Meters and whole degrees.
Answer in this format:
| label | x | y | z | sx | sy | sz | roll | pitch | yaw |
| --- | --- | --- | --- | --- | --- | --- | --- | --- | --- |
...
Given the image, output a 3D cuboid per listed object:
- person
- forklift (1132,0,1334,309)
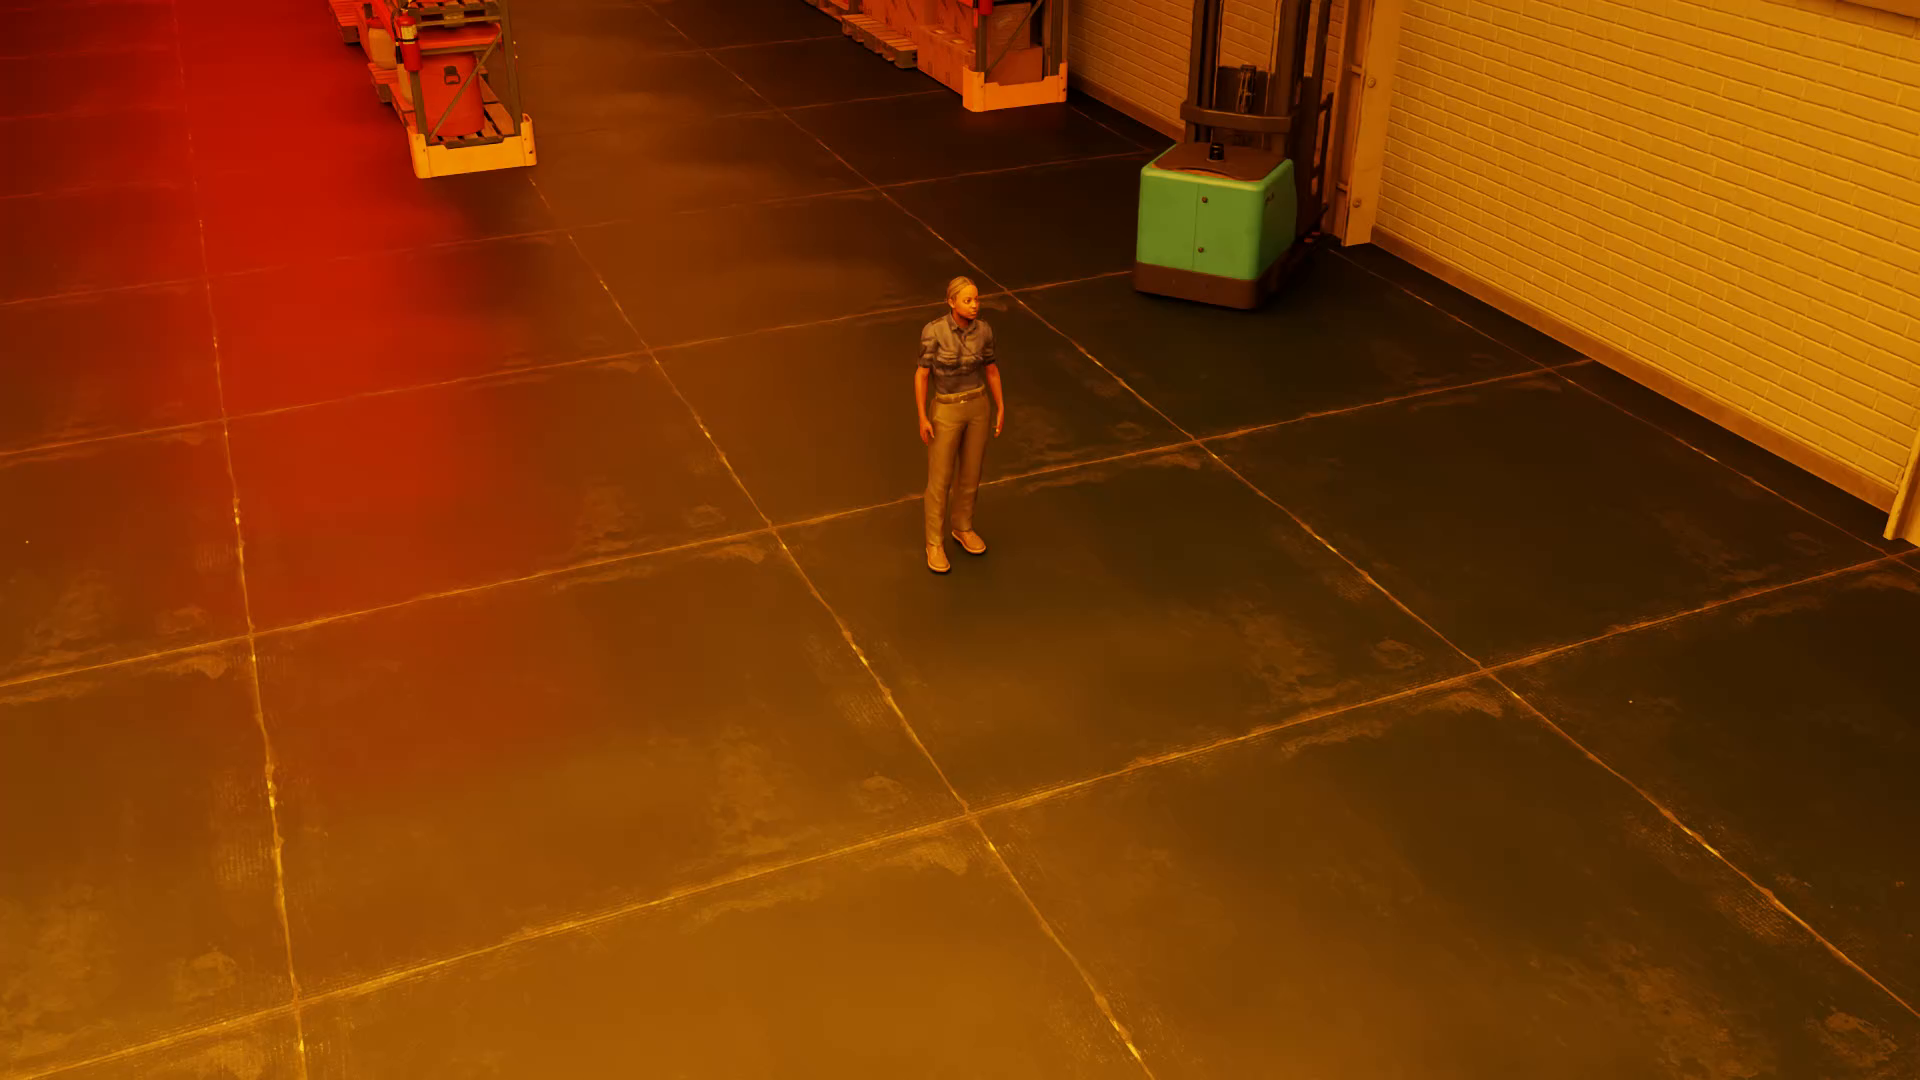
| label | x | y | z | sx | sy | sz | roll | pitch | yaw |
| --- | --- | --- | --- | --- | --- | --- | --- | --- | --- |
| person | 0.017 | -0.680 | 9.582 | 0.569 | 1.654 | 0.504 | -12 | 32 | -20 |
| forklift | 2.519 | -3.796 | 13.758 | 1.130 | 2.935 | 3.031 | 14 | 33 | 23 |
